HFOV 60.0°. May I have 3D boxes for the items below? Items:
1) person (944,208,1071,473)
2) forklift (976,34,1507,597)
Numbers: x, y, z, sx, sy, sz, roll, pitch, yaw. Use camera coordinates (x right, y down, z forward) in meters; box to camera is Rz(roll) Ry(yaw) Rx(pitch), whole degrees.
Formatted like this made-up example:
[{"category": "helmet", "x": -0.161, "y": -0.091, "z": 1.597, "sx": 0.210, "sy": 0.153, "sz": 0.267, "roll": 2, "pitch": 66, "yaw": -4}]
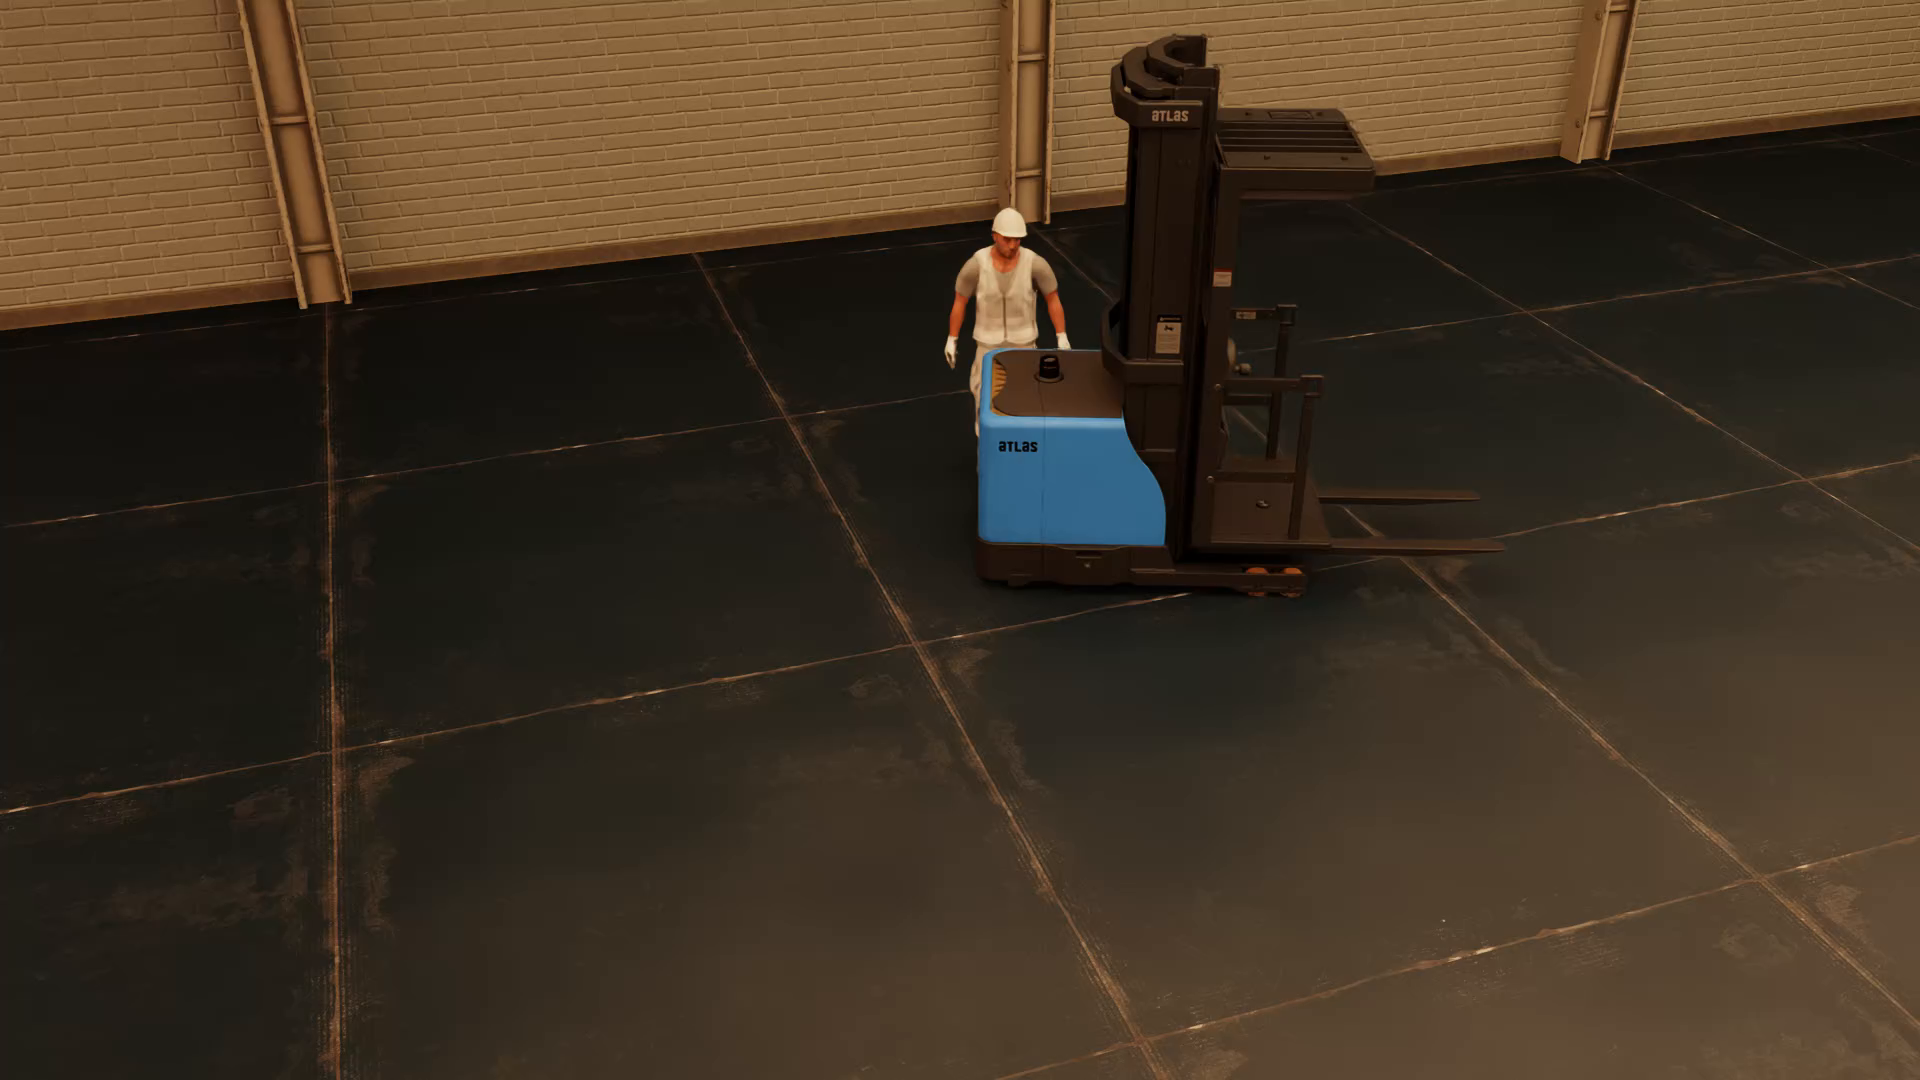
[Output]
[{"category": "person", "x": 0.298, "y": -1.226, "z": 10.395, "sx": 0.792, "sy": 1.762, "sz": 0.386, "roll": 0, "pitch": 30, "yaw": -1}, {"category": "forklift", "x": 1.619, "y": -1.216, "z": 9.201, "sx": 3.031, "sy": 2.935, "sz": 1.130, "roll": 1, "pitch": 30, "yaw": 2}]
